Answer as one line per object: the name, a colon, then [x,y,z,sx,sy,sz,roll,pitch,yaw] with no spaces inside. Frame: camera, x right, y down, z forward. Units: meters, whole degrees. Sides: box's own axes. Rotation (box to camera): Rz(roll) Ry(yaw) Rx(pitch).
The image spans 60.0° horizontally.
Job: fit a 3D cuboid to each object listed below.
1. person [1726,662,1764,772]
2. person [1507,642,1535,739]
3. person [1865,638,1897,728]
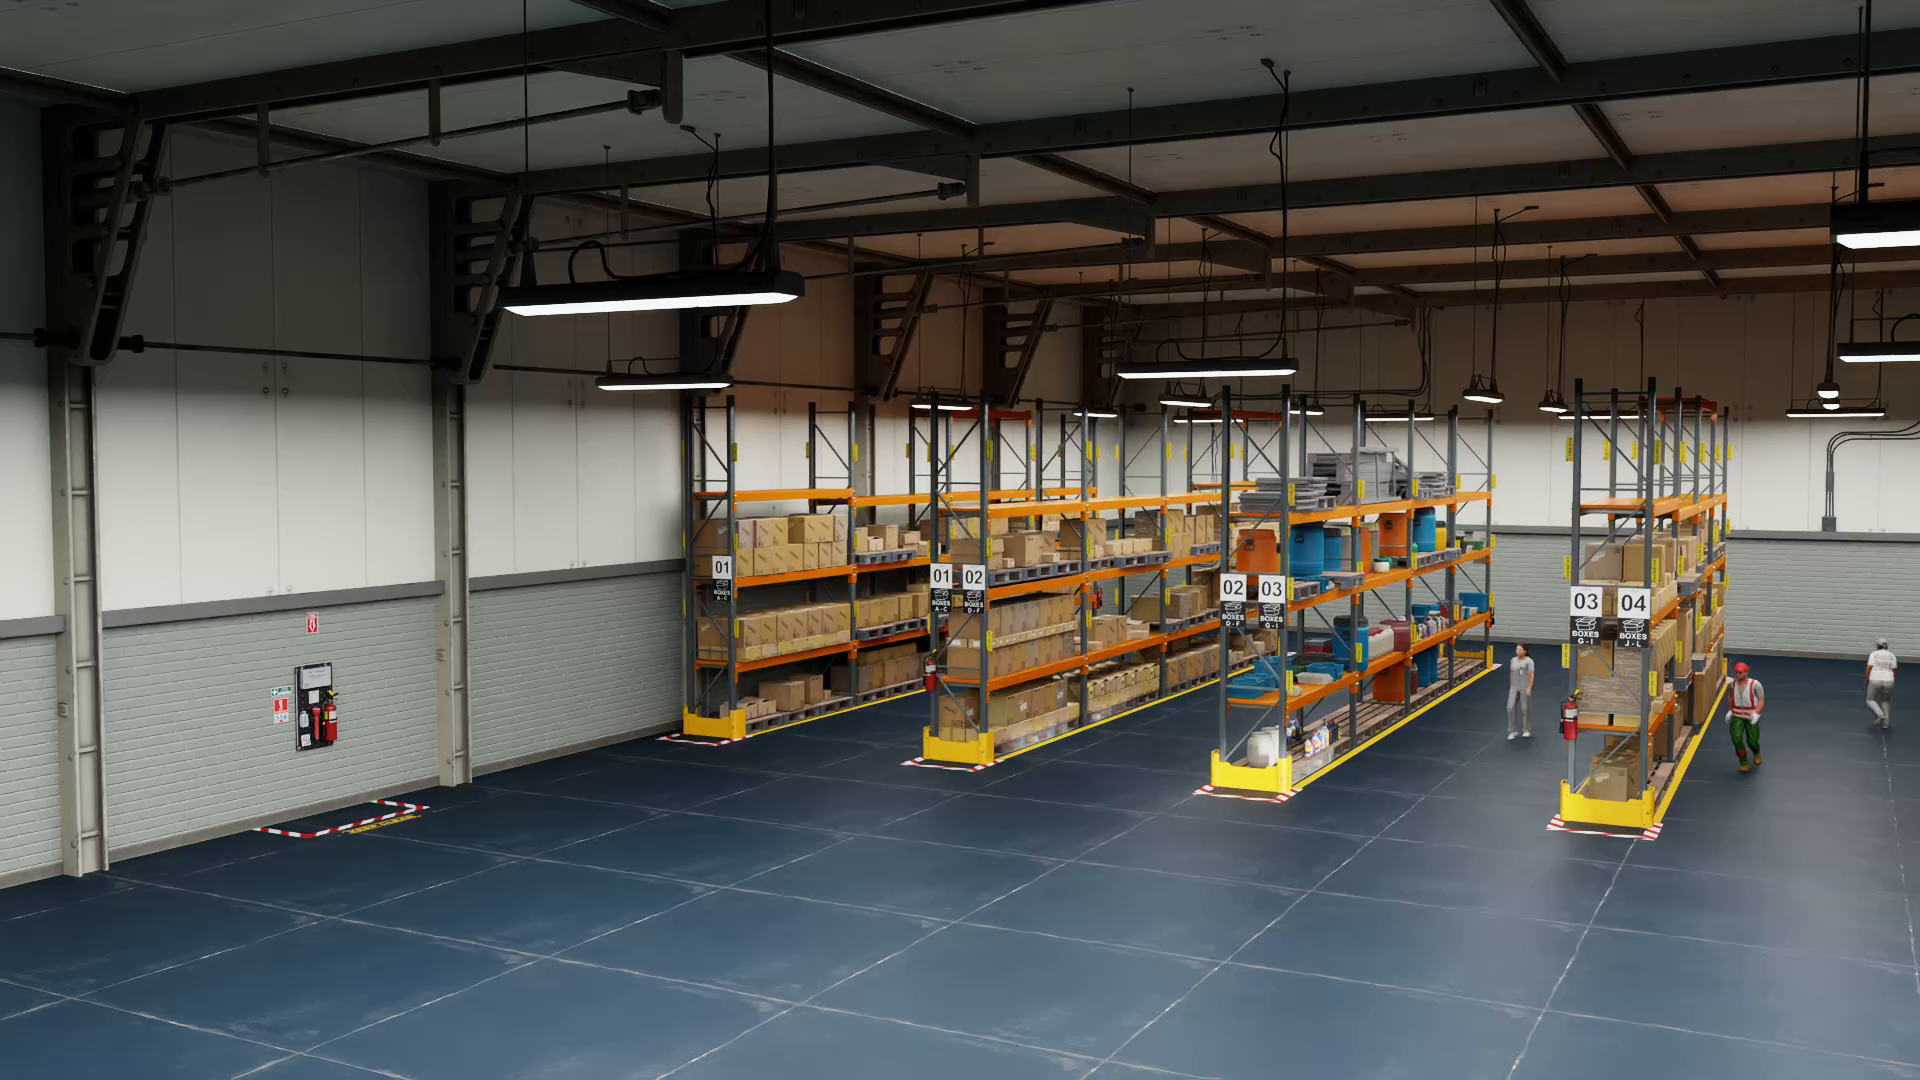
person: [12.420,2.772,26.315,0.592,1.698,0.796,2,4,40]
person: [9.834,2.650,29.143,0.536,1.727,0.492,-3,4,-42]
person: [16.727,2.609,30.160,0.544,1.625,0.681,1,3,10]
